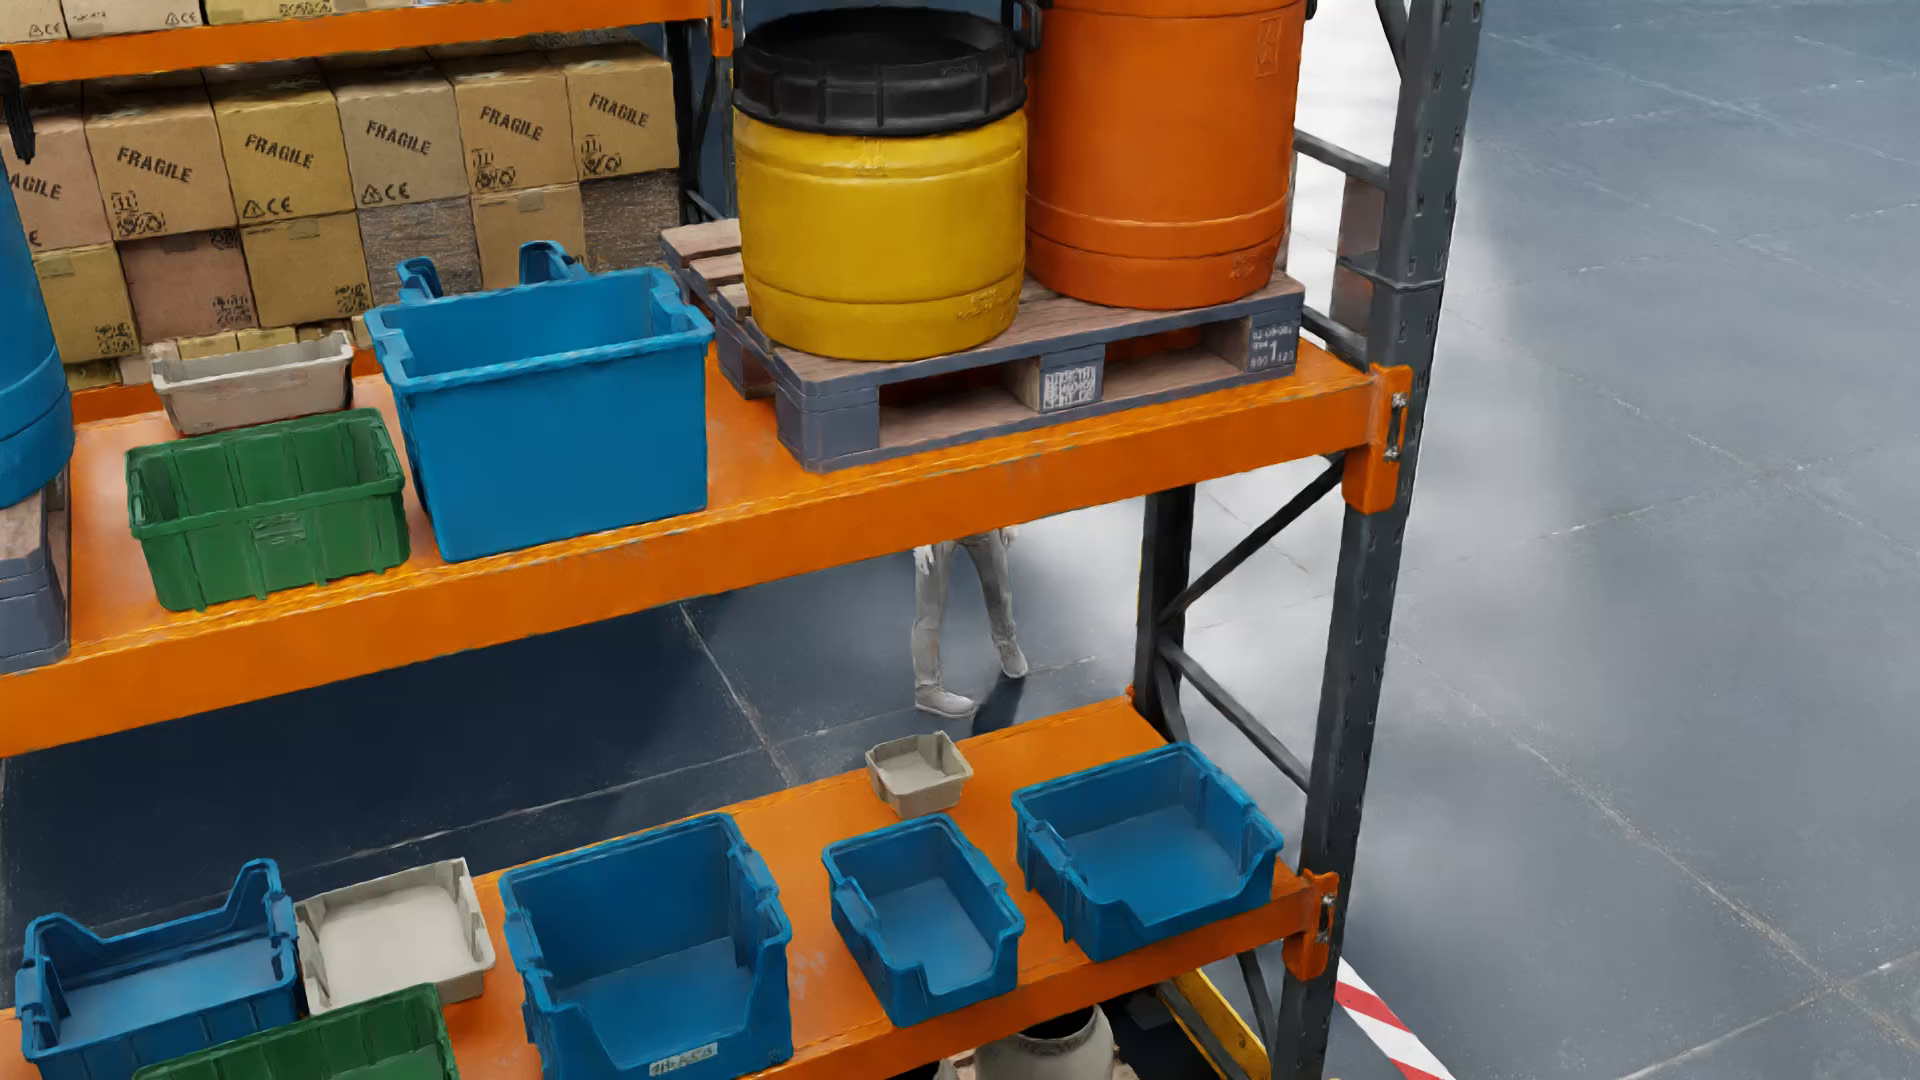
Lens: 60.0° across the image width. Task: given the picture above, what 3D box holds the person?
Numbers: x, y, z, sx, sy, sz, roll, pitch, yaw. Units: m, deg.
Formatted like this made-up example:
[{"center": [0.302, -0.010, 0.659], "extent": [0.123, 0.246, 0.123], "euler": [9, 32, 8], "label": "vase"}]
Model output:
[{"center": [0.052, -0.048, 7.220], "extent": [0.579, 1.666, 0.539], "euler": [-6, 30, -11], "label": "person"}]
